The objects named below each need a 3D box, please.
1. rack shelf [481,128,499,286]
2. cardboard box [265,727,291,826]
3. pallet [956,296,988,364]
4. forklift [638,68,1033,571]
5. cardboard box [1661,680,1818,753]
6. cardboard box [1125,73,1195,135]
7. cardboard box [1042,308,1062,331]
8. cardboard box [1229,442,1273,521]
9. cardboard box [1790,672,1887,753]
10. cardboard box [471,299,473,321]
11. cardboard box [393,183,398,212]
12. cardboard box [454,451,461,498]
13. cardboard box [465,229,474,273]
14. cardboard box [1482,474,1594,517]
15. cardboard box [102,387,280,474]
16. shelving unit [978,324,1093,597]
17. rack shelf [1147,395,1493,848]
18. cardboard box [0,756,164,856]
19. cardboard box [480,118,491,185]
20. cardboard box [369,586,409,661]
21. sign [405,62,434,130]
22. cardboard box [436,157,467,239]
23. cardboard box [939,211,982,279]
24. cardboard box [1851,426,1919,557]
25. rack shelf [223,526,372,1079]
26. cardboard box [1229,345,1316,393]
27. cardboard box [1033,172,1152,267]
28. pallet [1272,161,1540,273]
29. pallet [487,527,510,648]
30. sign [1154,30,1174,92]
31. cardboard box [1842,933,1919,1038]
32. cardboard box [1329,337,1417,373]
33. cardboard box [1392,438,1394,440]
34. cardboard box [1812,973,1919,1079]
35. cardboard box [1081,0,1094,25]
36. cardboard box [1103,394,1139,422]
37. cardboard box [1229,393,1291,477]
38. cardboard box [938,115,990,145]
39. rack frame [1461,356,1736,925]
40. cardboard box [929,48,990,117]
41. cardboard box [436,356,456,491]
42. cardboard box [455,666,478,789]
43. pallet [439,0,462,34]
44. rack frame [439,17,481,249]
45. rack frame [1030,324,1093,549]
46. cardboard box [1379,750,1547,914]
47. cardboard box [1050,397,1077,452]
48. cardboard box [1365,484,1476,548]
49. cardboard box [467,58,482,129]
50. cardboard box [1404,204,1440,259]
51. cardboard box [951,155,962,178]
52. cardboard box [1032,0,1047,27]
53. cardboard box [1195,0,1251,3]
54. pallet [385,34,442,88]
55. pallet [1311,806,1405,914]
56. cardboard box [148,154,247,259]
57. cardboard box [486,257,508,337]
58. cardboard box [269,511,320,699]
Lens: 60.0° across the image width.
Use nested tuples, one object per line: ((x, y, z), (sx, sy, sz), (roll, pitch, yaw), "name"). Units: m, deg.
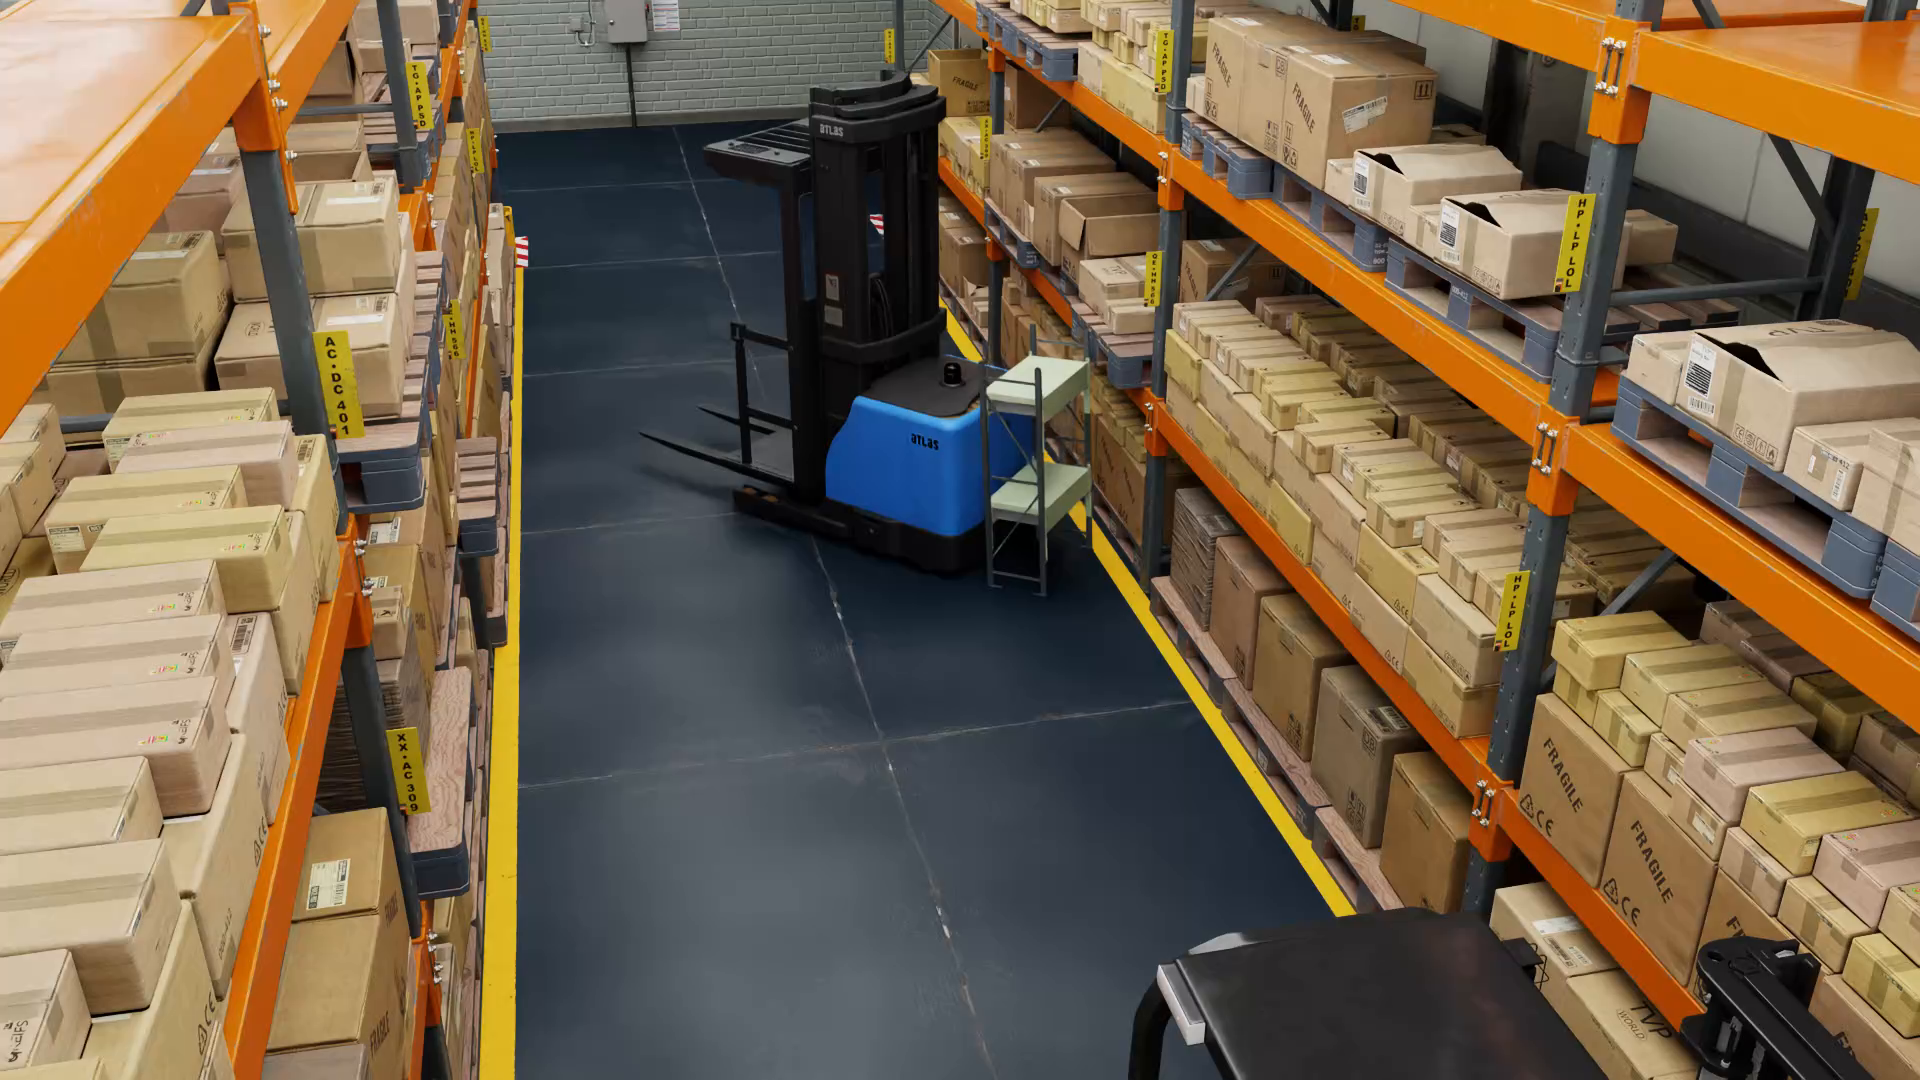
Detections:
((-4.551, -2.880, 14.272), (1.077, 0.370, 4.000), (-6, 27, -12), "rack shelf")
((-1.711, 0.523, 3.682), (0.380, 0.149, 0.250), (-5, 27, -10), "cardboard box")
((0.581, -1.886, 14.598), (1.003, 0.211, 1.213), (-6, 27, -12), "pallet")
((-0.945, -1.623, 11.058), (3.031, 2.935, 1.130), (18, 32, 32), "forklift")
((2.533, 0.603, 5.412), (0.380, 0.149, 0.250), (-6, 27, -13), "cardboard box")
((1.284, -2.546, 9.649), (0.500, 0.250, 0.500), (-7, 28, -13), "cardboard box")
((0.838, -1.661, 12.647), (0.380, 0.149, 0.250), (-6, 27, -12), "cardboard box")
((1.729, -0.340, 8.607), (0.500, 0.250, 0.500), (-7, 28, -13), "cardboard box")
((2.993, 0.555, 5.507), (0.380, 0.149, 0.250), (-6, 27, -12), "cardboard box")
((-3.545, -1.638, 11.179), (0.500, 0.250, 0.500), (-7, 28, -13), "cardboard box")
((-2.860, -1.569, 7.826), (0.380, 0.149, 0.250), (-6, 27, -12), "cardboard box")
((-2.665, -0.306, 8.187), (0.380, 0.149, 0.250), (-6, 27, -12), "cardboard box")
((-3.522, -1.865, 11.074), (0.500, 0.250, 0.500), (-5, 27, -10), "cardboard box")
((2.525, -0.170, 7.274), (0.380, 0.149, 0.250), (-6, 27, -12), "cardboard box")
((-2.014, -0.277, 4.382), (0.380, 0.149, 0.250), (-5, 27, -11), "cardboard box")
((0.490, -0.504, 10.405), (0.431, 1.500, 0.755), (10, 28, 25), "shelving unit")
((2.087, 0.126, 8.316), (1.077, 0.370, 4.000), (-6, 27, -12), "rack shelf")
((-1.590, 0.514, 2.814), (0.380, 0.149, 0.250), (-5, 27, -11), "cardboard box")
((-4.283, -3.267, 14.129), (0.500, 0.500, 0.500), (-5, 27, -10), "cardboard box")
((-2.059, 0.292, 5.562), (0.380, 0.149, 0.250), (-6, 27, -12), "cardboard box")
((-2.670, -2.191, 8.206), (0.100, 0.325, 0.005), (-6, 27, -12), "sign")
((-3.536, -2.193, 10.891), (0.500, 0.500, 0.500), (-5, 27, -10), "cardboard box")
((0.055, -2.757, 15.538), (0.500, 0.500, 0.500), (-5, 27, -11), "cardboard box")
((2.576, -0.146, 4.299), (0.396, 0.266, 0.258), (-7, 28, -13), "cardboard box")
((-1.847, 1.049, 3.159), (1.077, 0.370, 4.000), (-6, 27, -12), "rack shelf")
((1.636, -0.897, 8.713), (0.380, 0.149, 0.250), (-6, 27, -11), "cardboard box")
((0.919, -2.254, 11.656), (0.700, 0.500, 0.500), (-6, 27, -12), "cardboard box")
((2.131, -1.548, 7.715), (1.003, 0.211, 1.213), (-5, 27, -9), "pallet")
((-3.303, 0.324, 10.221), (1.003, 0.211, 1.213), (-6, 27, -12), "pallet")
((1.107, -2.589, 8.993), (0.100, 0.325, 0.005), (-6, 27, -12), "sign")
((2.682, 1.196, 4.566), (0.380, 0.149, 0.250), (-7, 28, -13), "cardboard box")
((2.197, -0.961, 8.840), (0.380, 0.149, 0.250), (-6, 28, -13), "cardboard box")
((2.341, -0.394, 8.160), (0.500, 0.250, 0.500), (-6, 27, -13), "cardboard box")
((2.724, 1.532, 4.621), (0.500, 0.500, 0.500), (-6, 27, -11), "cardboard box")
((0.978, -3.346, 10.462), (0.380, 0.149, 0.250), (-6, 27, -11), "cardboard box")
((1.170, -0.862, 11.063), (0.380, 0.149, 0.250), (-7, 28, -13), "cardboard box")
((1.710, -0.558, 8.485), (0.500, 0.250, 0.500), (-7, 28, -13), "cardboard box")
((0.040, -3.758, 15.050), (0.500, 0.250, 0.500), (-7, 28, -13), "cardboard box")
((2.537, 0.683, 6.414), (1.000, 3.000, 0.127), (-6, 27, -12), "rack frame")
((0.011, -4.100, 14.896), (0.500, 0.500, 0.500), (-5, 27, -10), "cardboard box")
((-2.699, -0.535, 7.920), (0.500, 0.500, 0.500), (-6, 27, -12), "cardboard box")
((-2.907, 0.991, 8.255), (0.950, 0.372, 0.625), (-6, 27, -13), "cardboard box")
((-4.275, -3.983, 12.428), (1.003, 0.211, 1.213), (-6, 27, -12), "pallet")
((-4.101, -2.323, 12.370), (1.000, 3.000, 0.127), (-6, 27, -12), "rack frame")
((0.655, -0.651, 10.697), (0.400, 1.500, 0.023), (10, 28, 25), "rack frame")
((2.409, 1.328, 7.306), (0.875, 0.625, 0.625), (-5, 27, -9), "cardboard box")
((0.973, -0.985, 12.026), (0.500, 0.500, 0.500), (-7, 28, -13), "cardboard box")
((1.976, -0.105, 7.144), (0.380, 0.149, 0.250), (-7, 28, -13), "cardboard box")
((-4.295, -3.718, 13.913), (0.500, 0.500, 0.500), (-6, 27, -12), "cardboard box")
((1.994, -1.228, 6.573), (0.380, 0.149, 0.250), (-6, 27, -12), "cardboard box")
((0.137, -3.282, 14.549), (0.380, 0.149, 0.250), (-6, 27, -12), "cardboard box")
((0.695, -3.556, 11.185), (0.380, 0.149, 0.250), (-5, 27, -10), "cardboard box")
((1.583, -3.292, 10.355), (0.380, 0.149, 0.250), (-6, 27, -12), "cardboard box")
((-3.846, -3.179, 10.950), (0.805, 0.209, 1.217), (-7, 28, -14), "pallet")
((2.333, 1.608, 7.675), (1.003, 0.211, 1.213), (-6, 27, -12), "pallet")
((-2.804, -1.181, 5.924), (0.500, 0.250, 0.500), (-6, 27, -11), "cardboard box")
((-4.340, -2.046, 14.199), (0.875, 0.438, 0.875), (-7, 28, -13), "cardboard box")
((-1.821, 0.172, 3.934), (0.500, 0.250, 0.500), (-6, 27, -12), "cardboard box")
